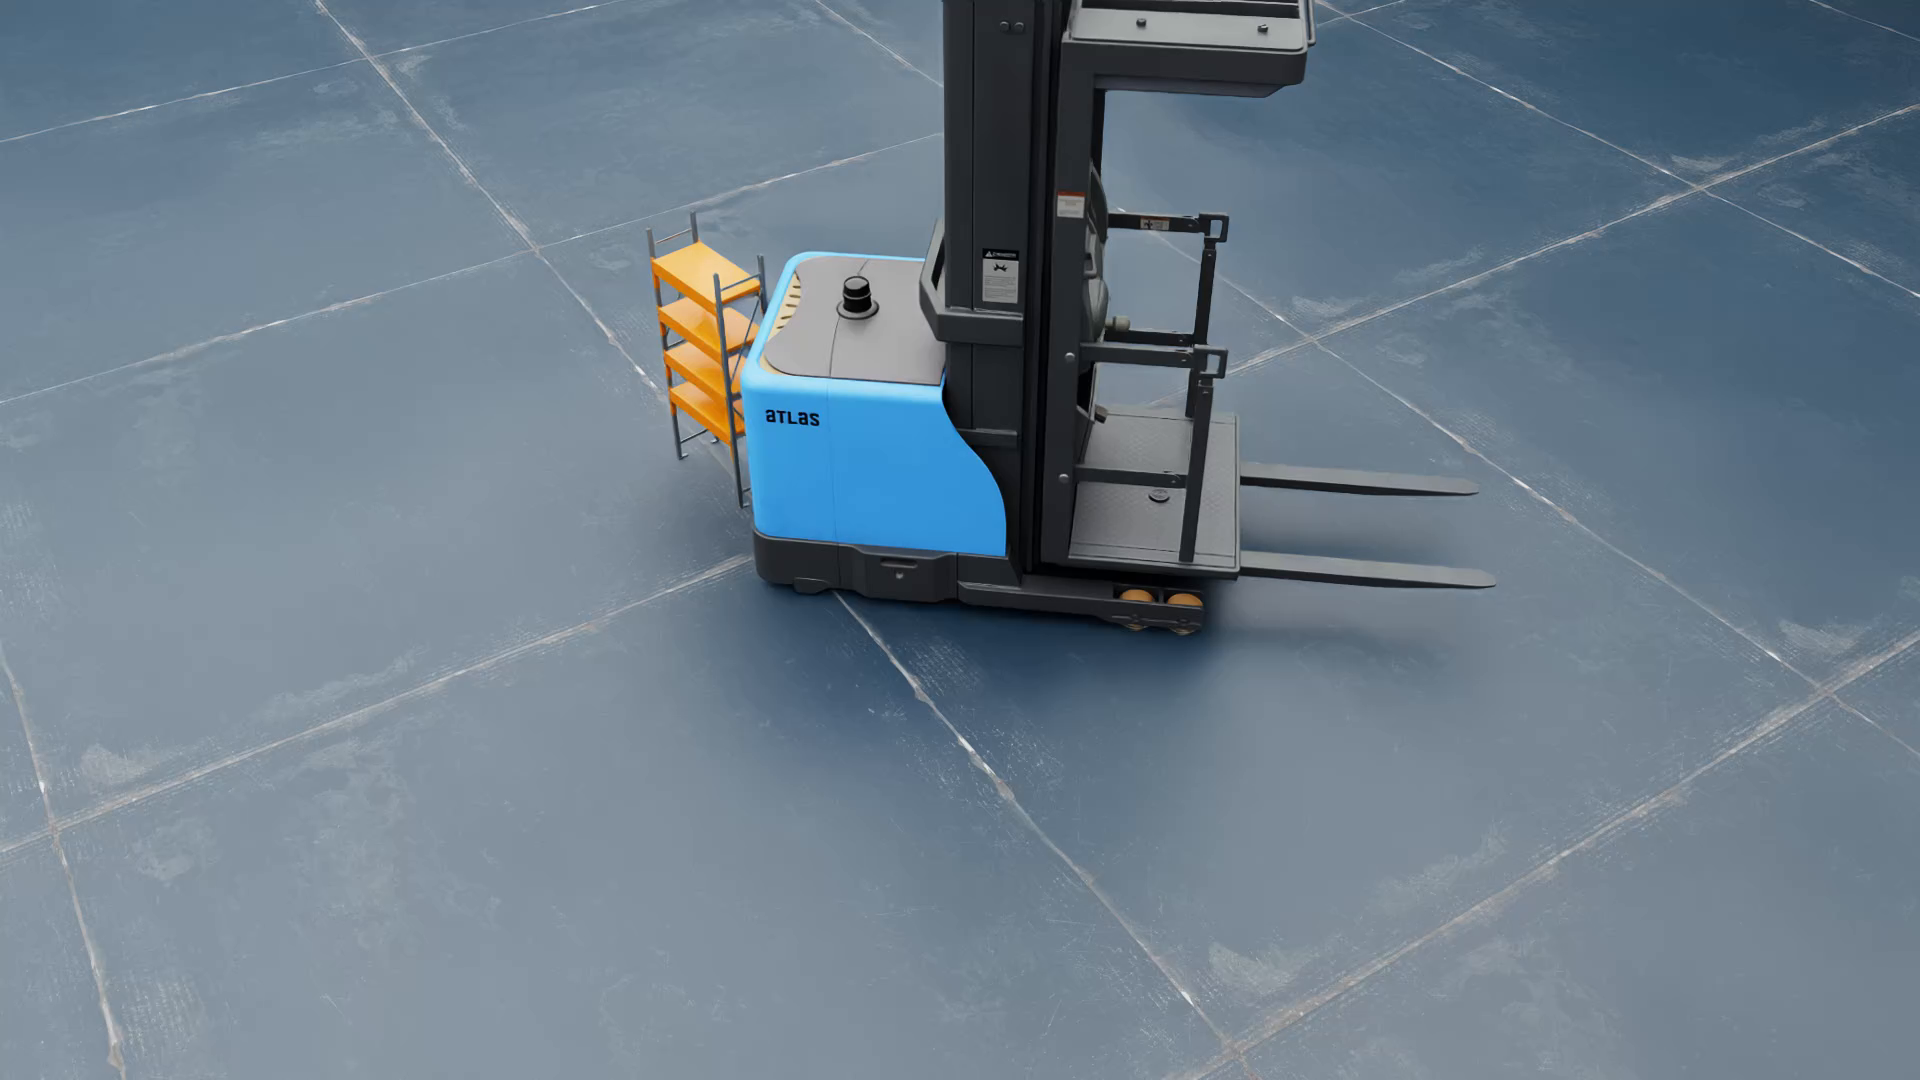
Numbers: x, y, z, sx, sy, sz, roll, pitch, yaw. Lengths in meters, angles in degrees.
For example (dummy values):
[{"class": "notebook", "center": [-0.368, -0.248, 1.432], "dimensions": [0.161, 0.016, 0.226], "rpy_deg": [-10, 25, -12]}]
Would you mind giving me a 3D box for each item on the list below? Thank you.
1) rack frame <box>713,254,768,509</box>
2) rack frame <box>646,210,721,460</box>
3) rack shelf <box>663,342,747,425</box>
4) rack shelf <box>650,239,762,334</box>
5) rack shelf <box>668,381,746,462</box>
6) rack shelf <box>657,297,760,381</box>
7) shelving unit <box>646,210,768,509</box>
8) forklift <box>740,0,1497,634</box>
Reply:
[{"class": "rack frame", "center": [-0.895, -0.651, 7.093], "dimensions": [0.240, 1.200, 0.015], "rpy_deg": [-29, 48, -30]}, {"class": "rack frame", "center": [-1.216, -0.886, 7.376], "dimensions": [0.240, 1.200, 0.015], "rpy_deg": [-29, 48, -30]}, {"class": "rack shelf", "center": [-1.055, -0.717, 7.278], "dimensions": [0.258, 0.148, 0.480], "rpy_deg": [-29, 48, -30]}, {"class": "rack shelf", "center": [-1.055, -1.070, 6.983], "dimensions": [0.258, 0.148, 0.480], "rpy_deg": [-29, 48, -30]}, {"class": "rack shelf", "center": [-1.055, -0.564, 7.405], "dimensions": [0.258, 0.148, 0.480], "rpy_deg": [-29, 48, -30]}, {"class": "rack shelf", "center": [-1.055, -0.888, 7.135], "dimensions": [0.258, 0.148, 0.480], "rpy_deg": [-29, 48, -30]}, {"class": "shelving unit", "center": [-1.055, -0.768, 7.235], "dimensions": [0.258, 1.200, 0.503], "rpy_deg": [-29, 48, -30]}, {"class": "forklift", "center": [0.698, -1.108, 6.290], "dimensions": [3.031, 2.935, 1.130], "rpy_deg": [5, 40, 6]}]
